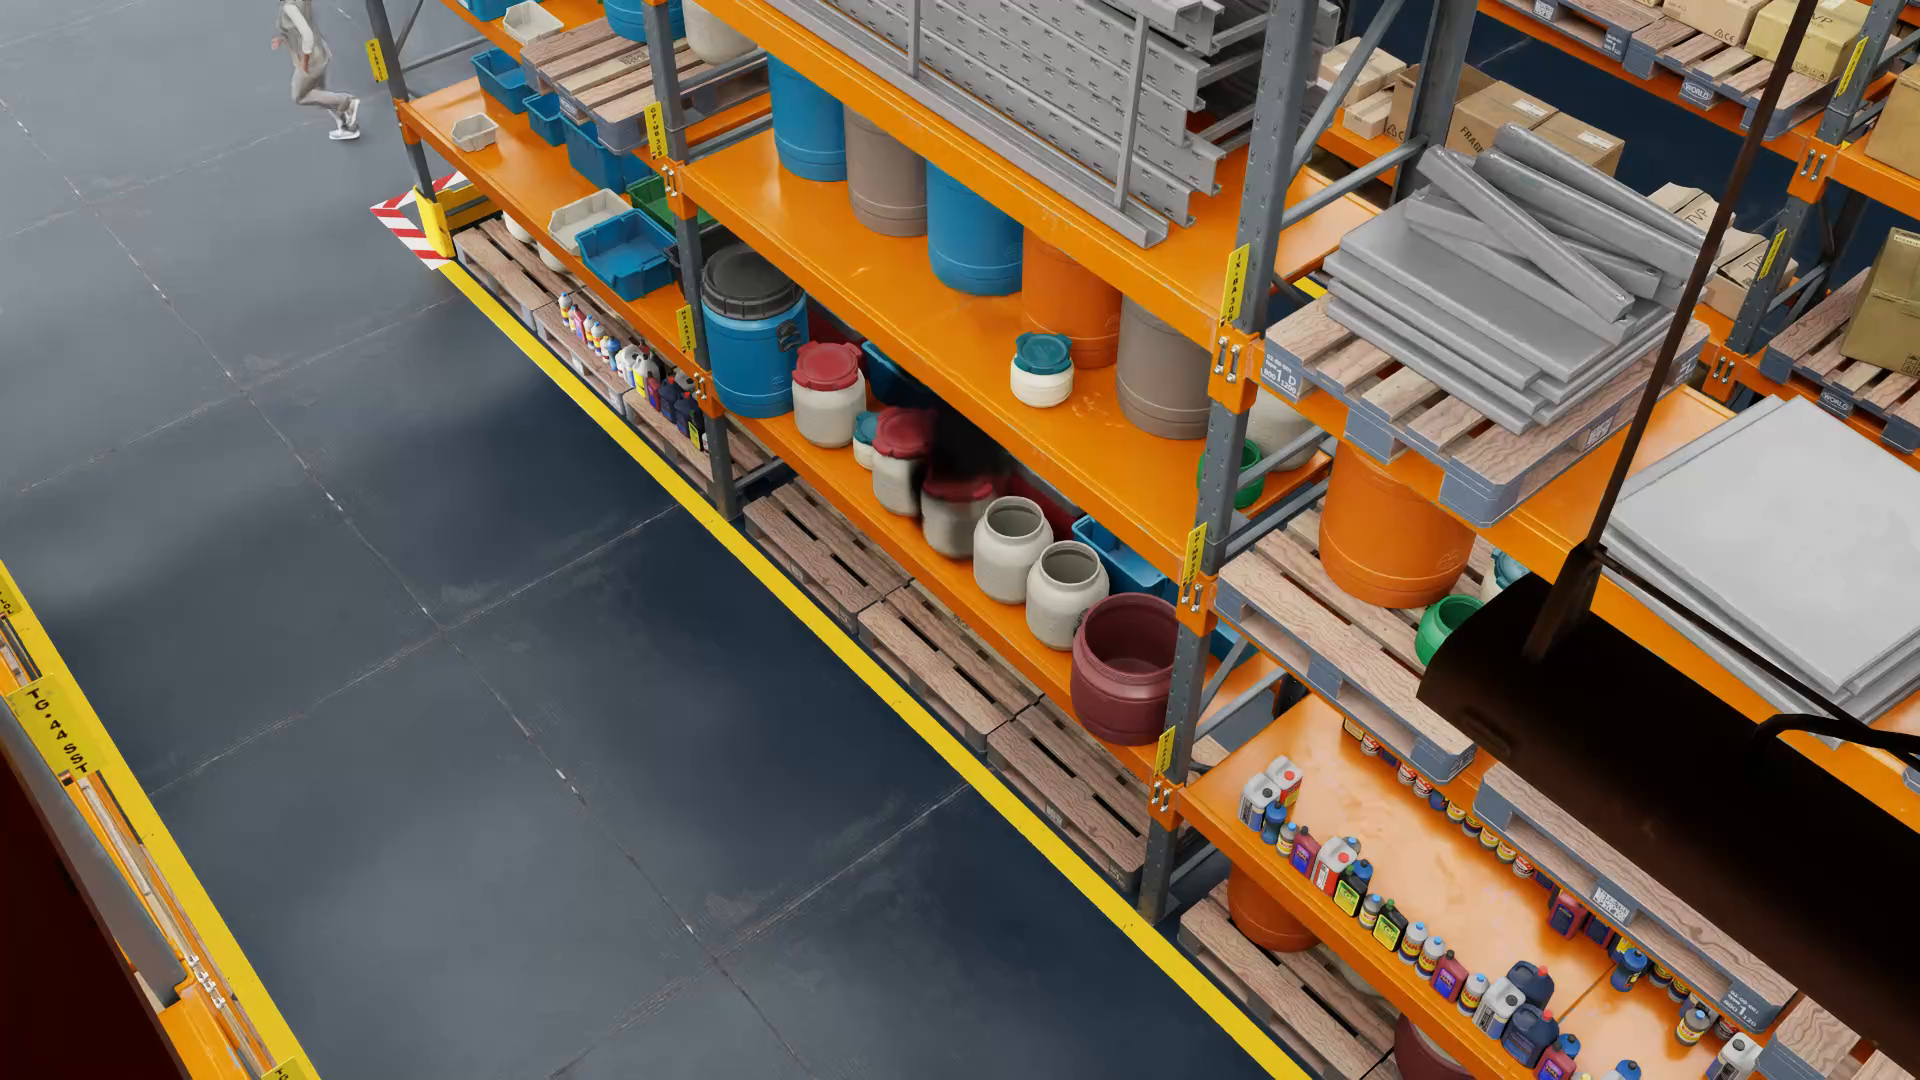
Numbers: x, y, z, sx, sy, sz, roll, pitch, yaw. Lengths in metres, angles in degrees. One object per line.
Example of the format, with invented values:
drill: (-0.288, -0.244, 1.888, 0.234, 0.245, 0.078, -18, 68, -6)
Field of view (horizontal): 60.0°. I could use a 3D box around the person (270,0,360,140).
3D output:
person: (-5.351, -3.942, 13.668, 0.608, 1.561, 0.578, -4, 47, -3)
